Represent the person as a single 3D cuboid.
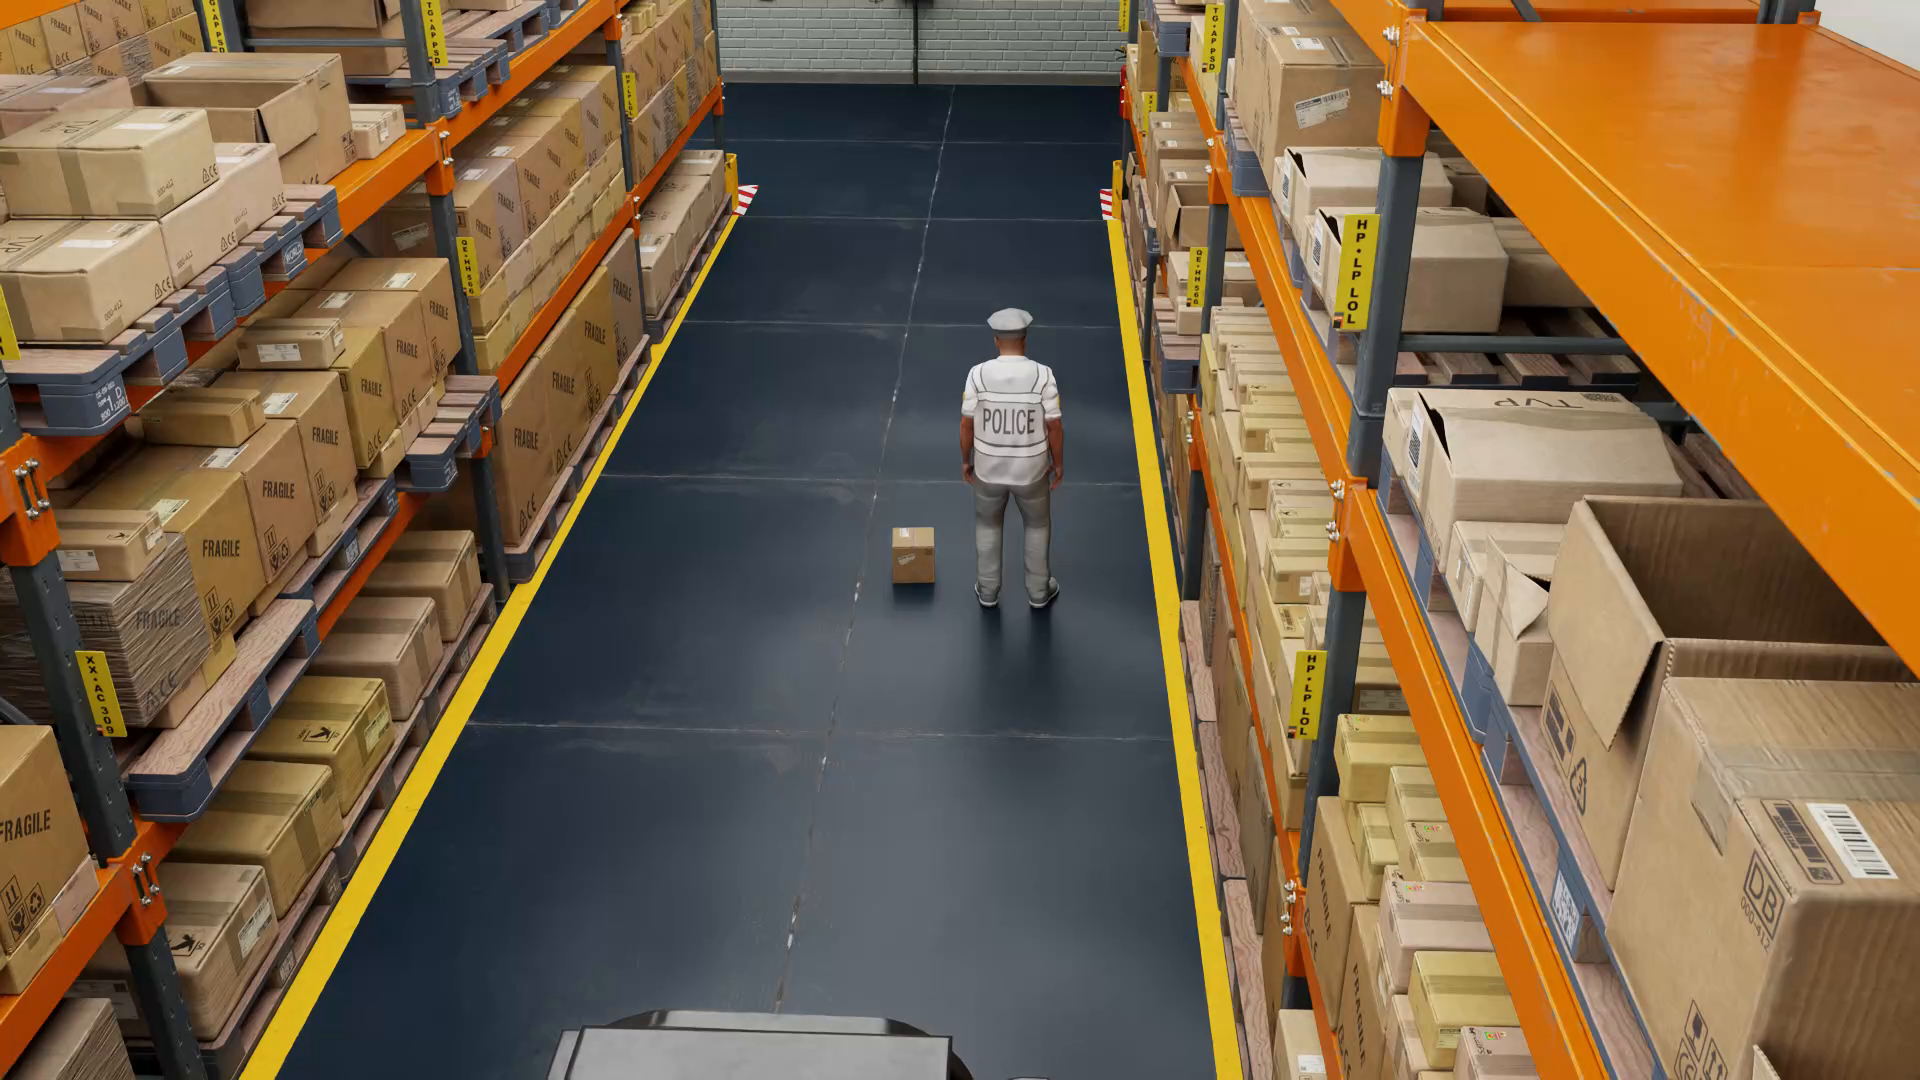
[{"bbox_3d":[0.332,-0.442,9.452,0.500,1.747,0.335,3,28,5],"label":"person"}]
